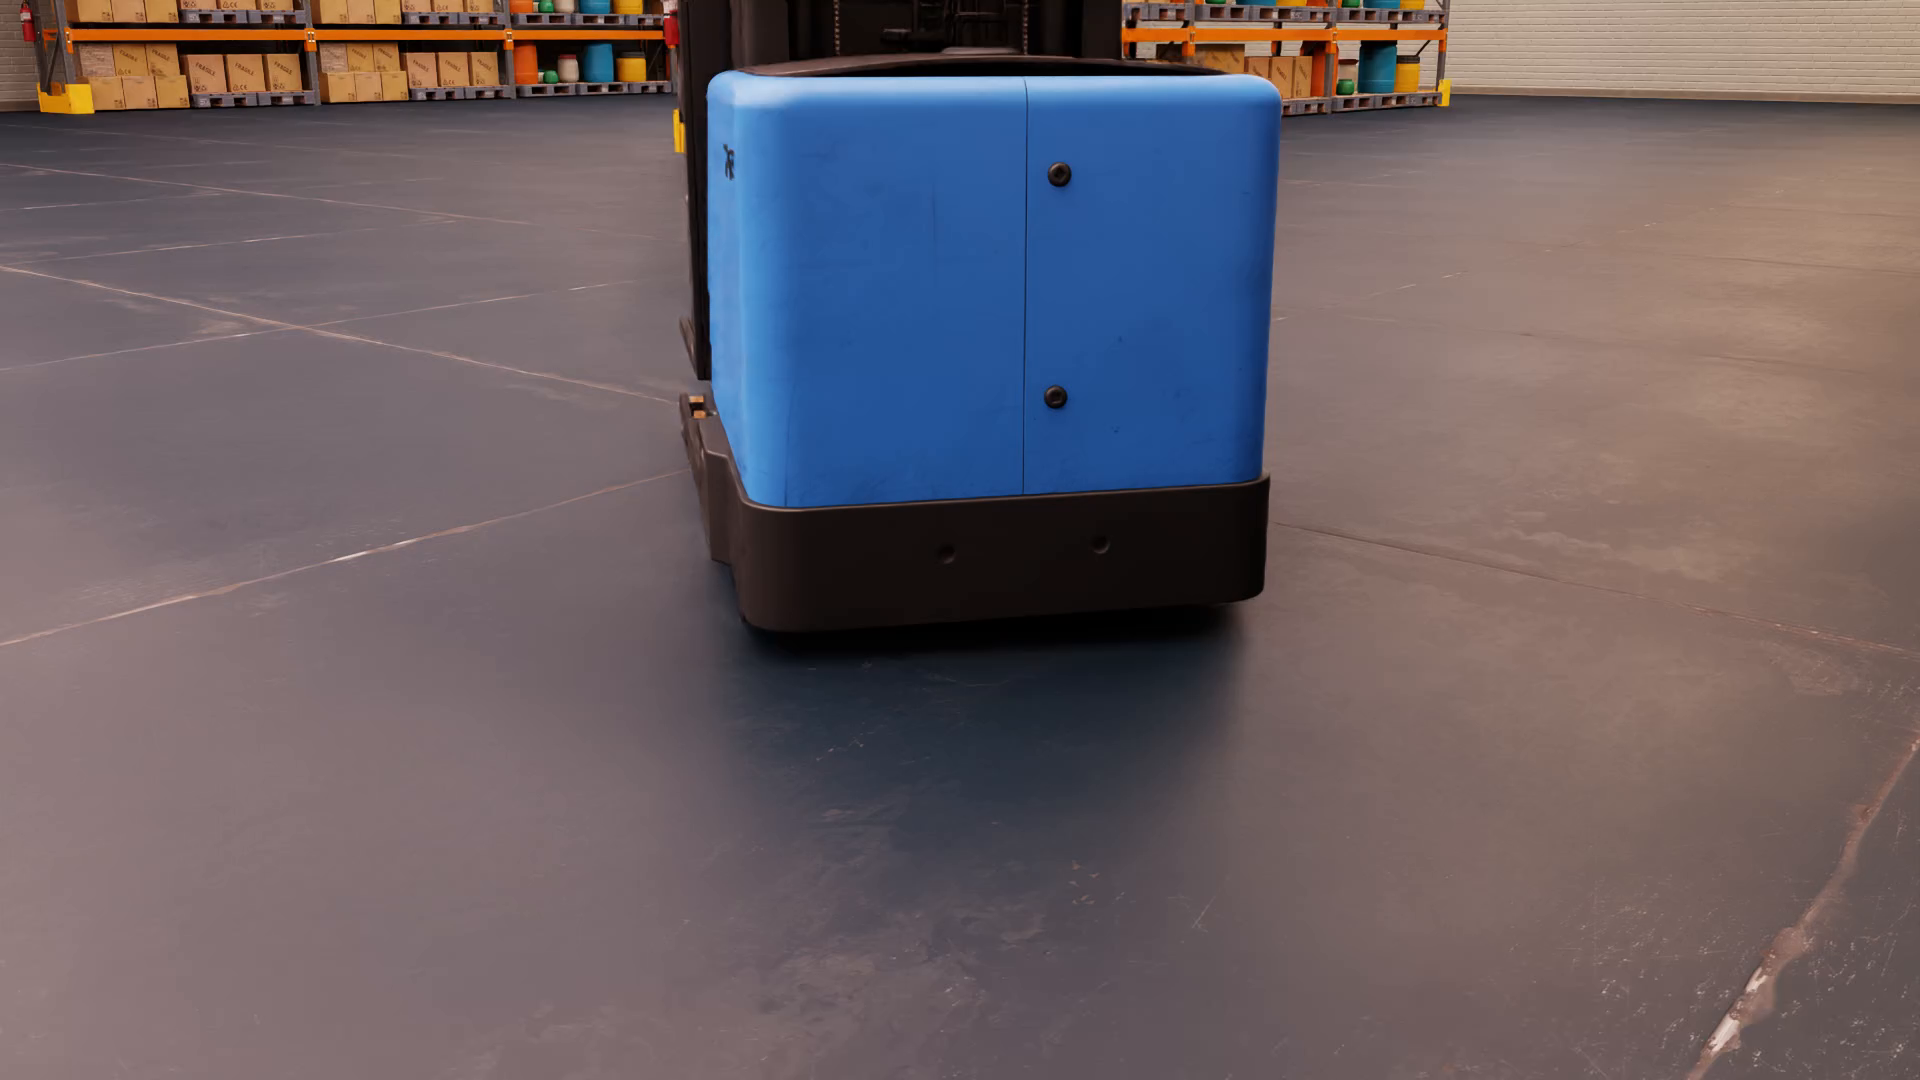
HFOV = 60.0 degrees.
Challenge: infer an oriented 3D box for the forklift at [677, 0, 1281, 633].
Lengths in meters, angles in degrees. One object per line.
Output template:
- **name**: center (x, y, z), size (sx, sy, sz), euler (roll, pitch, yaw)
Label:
- **forklift**: center (-0.192, -1.615, 4.216), size (1.130, 2.935, 3.031), euler (-4, 17, -11)
